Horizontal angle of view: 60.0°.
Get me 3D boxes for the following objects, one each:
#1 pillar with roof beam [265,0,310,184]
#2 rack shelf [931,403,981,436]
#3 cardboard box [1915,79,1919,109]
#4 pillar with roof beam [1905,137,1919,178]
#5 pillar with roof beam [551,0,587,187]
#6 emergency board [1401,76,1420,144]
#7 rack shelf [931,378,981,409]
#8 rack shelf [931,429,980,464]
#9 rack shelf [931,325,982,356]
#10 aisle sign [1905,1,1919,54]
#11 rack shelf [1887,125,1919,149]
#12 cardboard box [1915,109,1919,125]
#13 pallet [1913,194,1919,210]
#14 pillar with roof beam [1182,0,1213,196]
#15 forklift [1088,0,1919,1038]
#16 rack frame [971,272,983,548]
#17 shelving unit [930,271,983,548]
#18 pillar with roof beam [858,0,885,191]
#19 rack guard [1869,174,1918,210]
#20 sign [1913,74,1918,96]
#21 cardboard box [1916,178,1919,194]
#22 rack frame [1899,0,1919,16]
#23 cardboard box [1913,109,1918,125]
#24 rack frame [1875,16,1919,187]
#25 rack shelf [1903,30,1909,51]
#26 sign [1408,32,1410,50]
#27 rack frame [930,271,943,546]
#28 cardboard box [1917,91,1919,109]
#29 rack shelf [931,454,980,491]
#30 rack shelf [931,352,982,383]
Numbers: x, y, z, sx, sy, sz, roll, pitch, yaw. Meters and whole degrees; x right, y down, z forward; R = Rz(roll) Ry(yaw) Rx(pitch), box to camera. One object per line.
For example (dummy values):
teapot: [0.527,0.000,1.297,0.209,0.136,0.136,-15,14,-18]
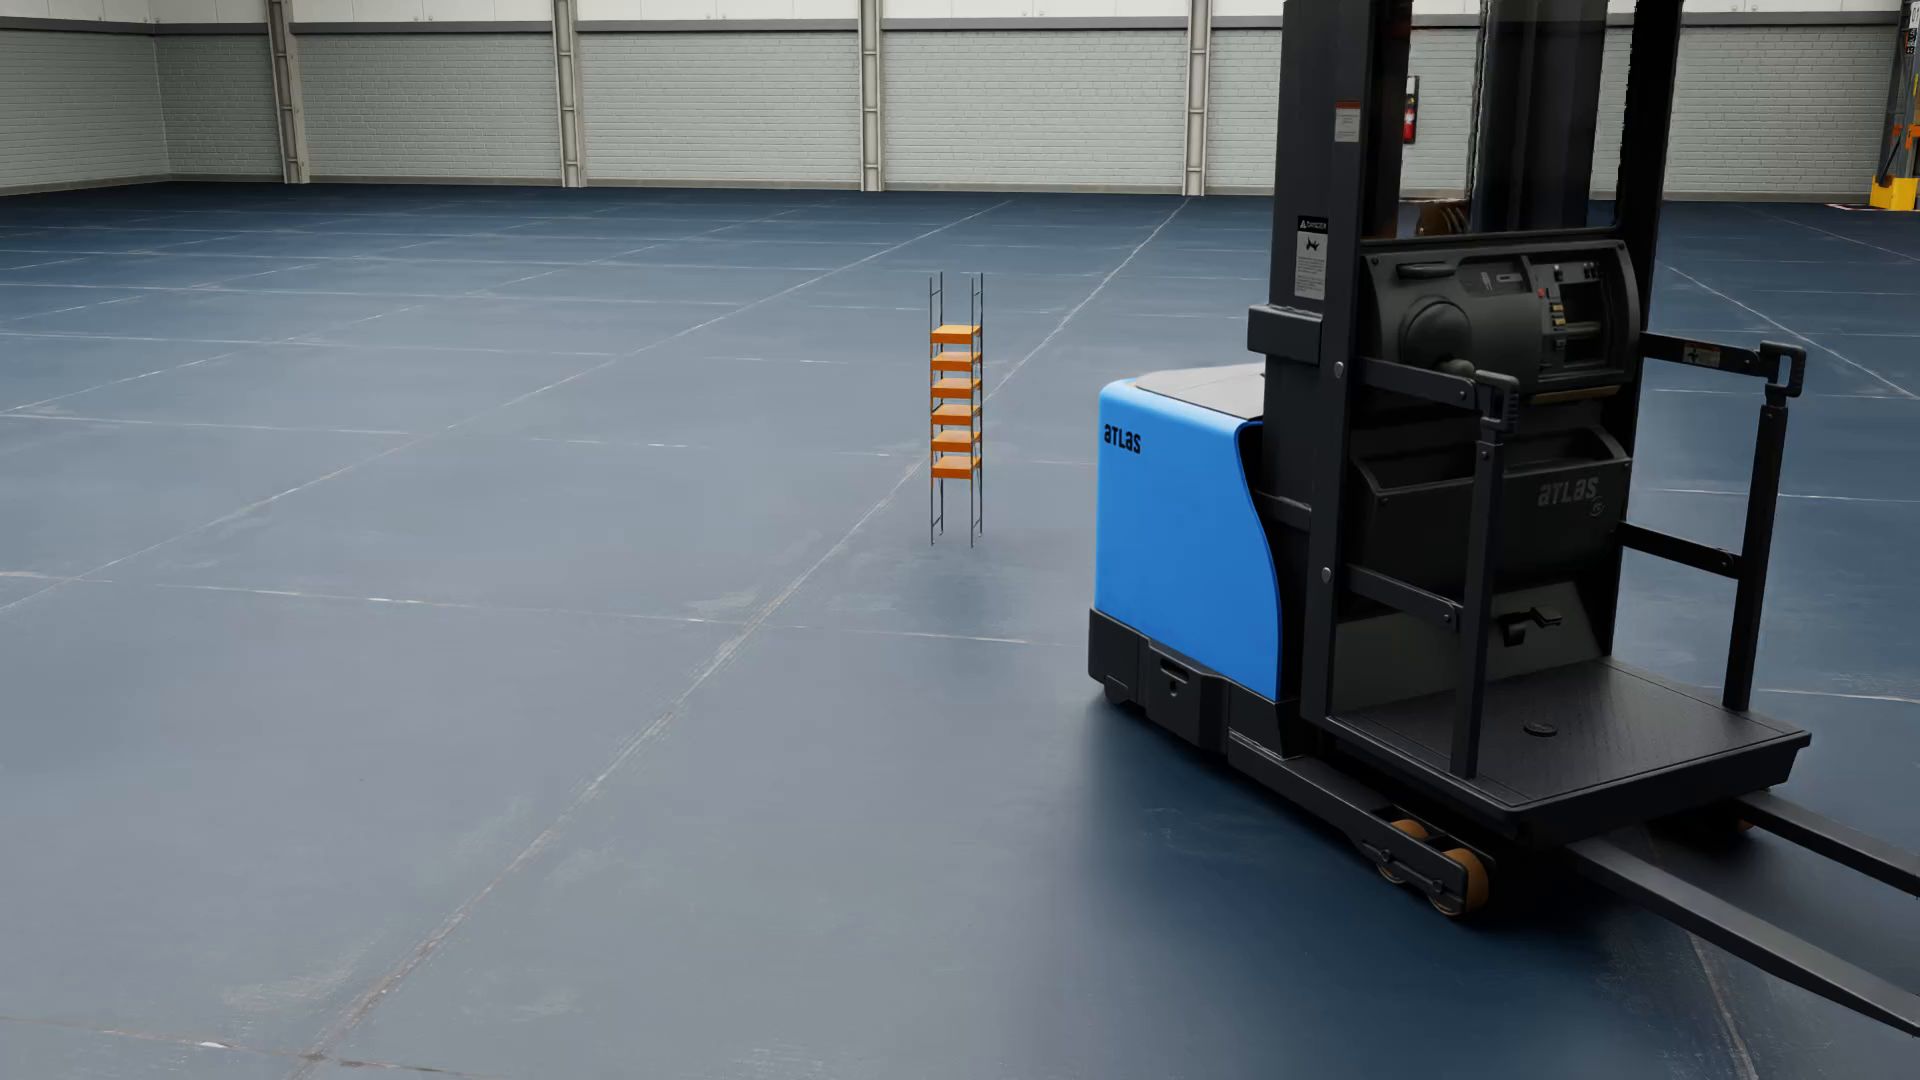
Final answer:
pillar with roof beam: [-14.257,-10.433,28.369,0.400,9.000,9.100,3,16,11]
rack shelf: [-0.014,-0.536,7.418,0.180,0.103,0.258,3,16,11]
cardboard box: [15.645,-7.212,26.819,0.500,0.500,0.500,3,16,10]
pillar with roof beam: [15.141,-8.837,22.607,0.400,9.000,9.100,3,16,11]
pillar with roof beam: [-8.378,-10.114,27.216,0.400,9.000,9.100,3,16,11]
emergency board: [7.705,-7.532,29.137,0.643,1.169,0.194,3,16,11]
rack shelf: [-0.014,-0.652,7.385,0.180,0.103,0.258,3,16,11]
rack shelf: [-0.014,-0.421,7.450,0.180,0.103,0.258,3,16,11]
rack shelf: [-0.014,-0.883,7.321,0.180,0.103,0.258,3,16,11]
aisle sign: [15.010,-8.061,26.175,0.004,0.787,0.394,3,16,11]
rack shelf: [17.100,-6.430,26.503,4.000,0.370,1.077,3,16,11]
cardboard box: [15.555,-6.711,26.415,0.500,0.250,0.500,3,16,9]
pallet: [16.004,-5.482,26.960,1.213,0.211,1.003,3,16,11]
pillar with roof beam: [3.382,-9.475,24.912,0.400,9.000,9.100,3,16,11]
forklift: [1.560,-0.607,4.263,1.130,2.935,3.031,-8,17,-26]
rack frame: [0.075,-0.574,7.388,0.006,1.200,0.240,3,16,11]
shelving unit: [-0.014,-0.579,7.406,0.189,1.200,0.258,3,16,11]
pillar with roof beam: [-2.498,-9.794,26.064,0.400,9.000,9.100,3,16,11]
rack guard: [15.215,-5.674,27.110,0.348,0.500,1.175,3,16,11]
sign: [15.033,-7.158,26.163,0.005,0.325,0.100,3,16,11]
cardboard box: [15.801,-5.739,26.874,0.500,0.311,0.500,1,16,5]
rack frame: [15.140,-9.774,25.991,0.127,3.000,1.000,3,16,11]
cardboard box: [15.637,-6.846,26.902,0.500,0.250,0.500,3,16,12]
rack frame: [15.140,-6.883,26.791,0.127,3.000,1.000,3,16,11]
rack shelf: [17.100,-7.875,26.103,4.000,0.370,1.077,3,16,11]
sign: [7.717,-8.676,28.923,0.199,0.298,0.001,3,16,11]
rack frame: [-0.104,-0.584,7.423,0.006,1.200,0.240,3,16,11]
cardboard box: [15.548,-7.078,26.333,0.500,0.500,0.500,3,16,11]
rack shelf: [-0.014,-0.305,7.482,0.180,0.103,0.258,3,16,11]
rack shelf: [-0.014,-0.767,7.353,0.180,0.103,0.258,3,16,11]
